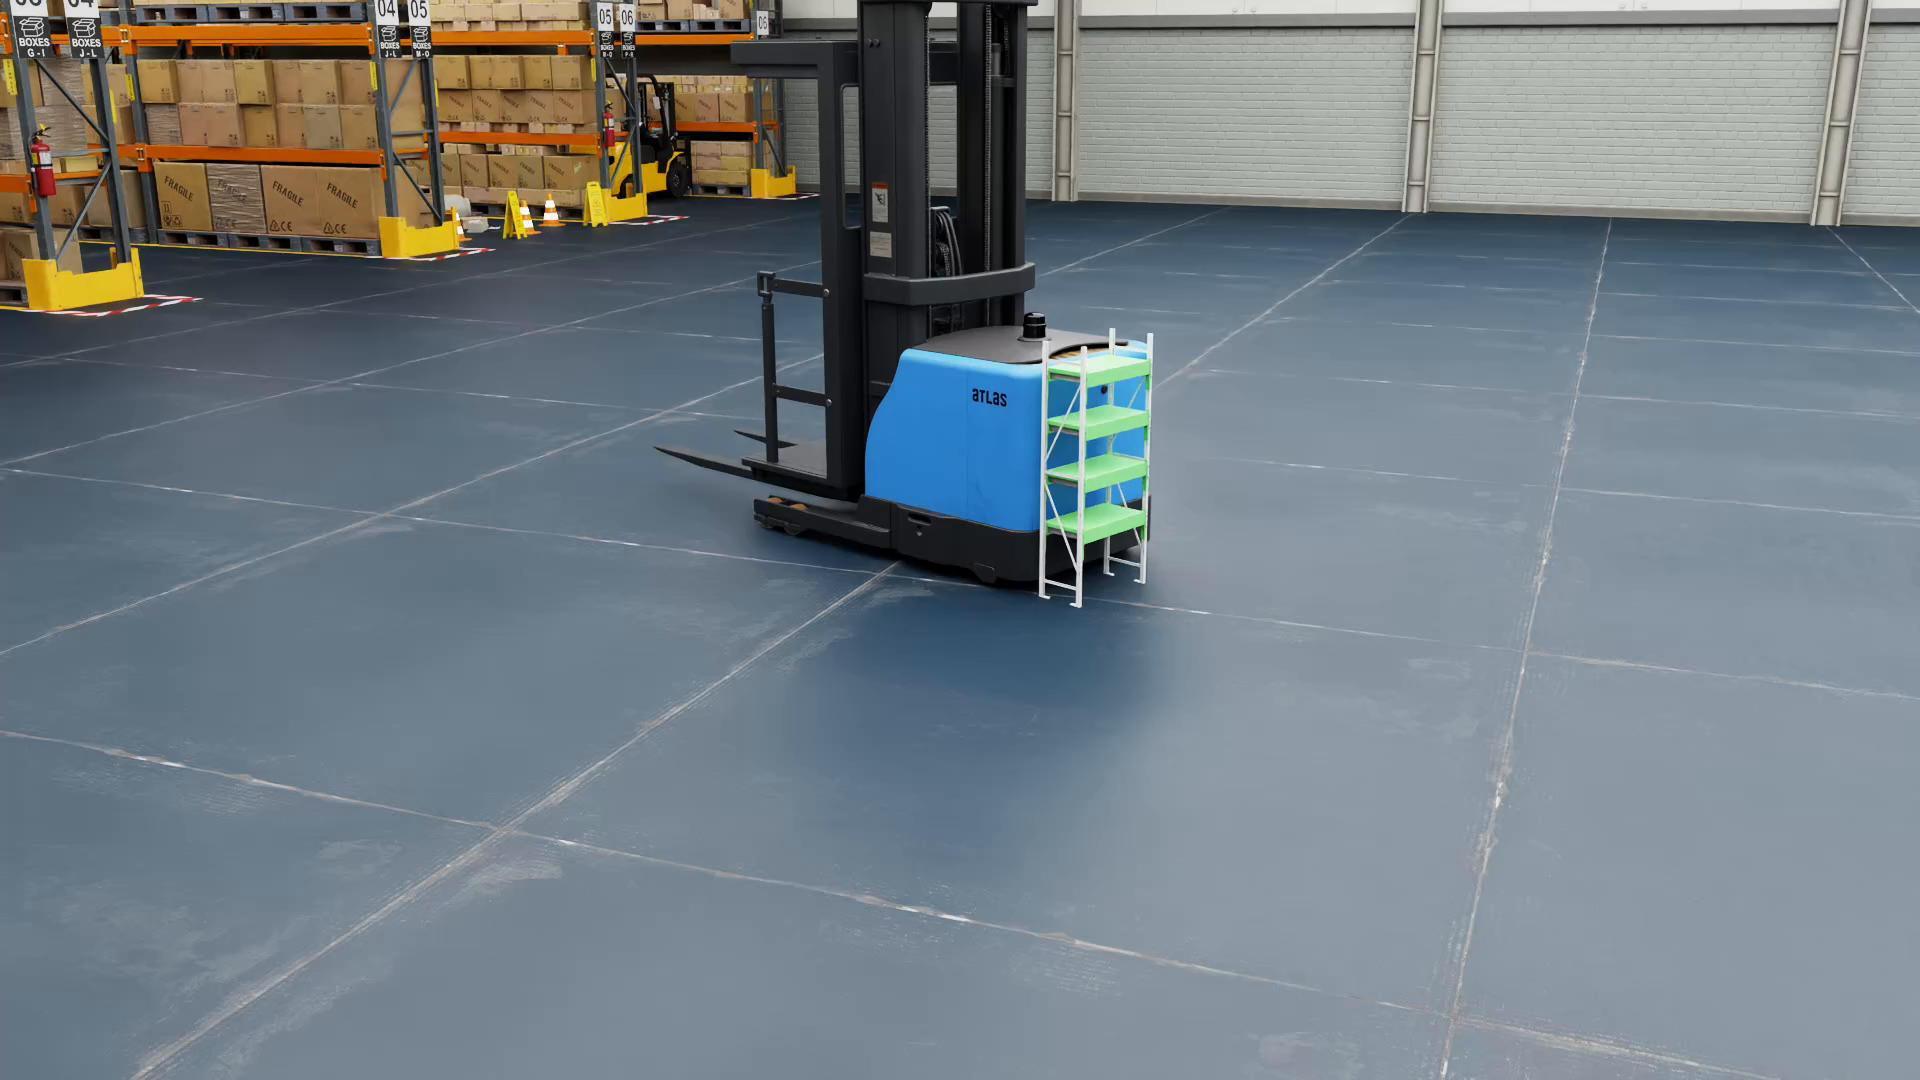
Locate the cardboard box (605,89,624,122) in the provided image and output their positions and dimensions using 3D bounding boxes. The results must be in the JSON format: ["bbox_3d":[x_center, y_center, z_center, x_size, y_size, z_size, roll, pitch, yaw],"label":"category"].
[{"bbox_3d":[-5.575,-6.749,25.828,0.500,0.500,0.500,6,17,20],"label":"cardboard box"}]

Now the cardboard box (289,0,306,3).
[{"bbox_3d":[-8.100,-6.737,20.639,0.250,0.149,0.380,6,17,21],"label":"cardboard box"}]

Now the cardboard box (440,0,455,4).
[{"bbox_3d":[-7.805,-8.338,25.656,0.250,0.149,0.380,6,17,19],"label":"cardboard box"}]

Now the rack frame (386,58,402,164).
[{"bbox_3d":[-10.860,-8.544,32.723,0.127,3.000,1.000,6,17,21],"label":"rack frame"}]

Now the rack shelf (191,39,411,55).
[{"bbox_3d":[-10.817,-8.147,27.265,4.000,0.370,1.077,6,17,21],"label":"rack shelf"}]

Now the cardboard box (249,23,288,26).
[{"bbox_3d":[-11.248,-8.598,27.343,0.637,0.503,0.797,6,17,21],"label":"cardboard box"}]

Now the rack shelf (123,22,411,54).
[{"bbox_3d":[-8.819,-6.443,21.398,4.000,0.370,1.077,6,17,21],"label":"rack shelf"}]

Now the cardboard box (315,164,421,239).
[{"bbox_3d":[-7.613,-4.377,21.429,0.875,0.875,0.875,6,17,21],"label":"cardboard box"}]

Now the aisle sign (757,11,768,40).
[{"bbox_3d":[-3.465,-8.891,29.256,0.004,0.787,0.394,6,17,21],"label":"aisle sign"}]

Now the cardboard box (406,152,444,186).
[{"bbox_3d":[-8.507,-5.958,26.649,0.500,0.500,0.500,7,18,23],"label":"cardboard box"}]

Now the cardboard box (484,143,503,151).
[{"bbox_3d":[-9.048,-7.404,32.304,0.625,0.625,0.875,6,17,18],"label":"cardboard box"}]

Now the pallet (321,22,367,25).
[{"bbox_3d":[-9.492,-8.288,26.799,1.003,0.211,1.213,6,17,21],"label":"pallet"}]

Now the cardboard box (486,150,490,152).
[{"bbox_3d":[-7.834,-6.046,26.952,0.500,0.500,0.500,7,17,22],"label":"cardboard box"}]

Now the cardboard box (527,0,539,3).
[{"bbox_3d":[-6.346,-8.196,25.164,0.250,0.149,0.380,6,17,21],"label":"cardboard box"}]

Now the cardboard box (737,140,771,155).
[{"bbox_3d":[-3.796,-7.185,30.428,0.500,0.250,0.500,6,17,20],"label":"cardboard box"}]

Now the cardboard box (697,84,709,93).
[{"bbox_3d":[-4.537,-8.137,29.979,0.250,0.149,0.380,6,17,20],"label":"cardboard box"}]

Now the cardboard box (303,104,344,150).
[{"bbox_3d":[-7.839,-5.292,21.255,0.550,0.550,0.875,6,17,21],"label":"cardboard box"}]

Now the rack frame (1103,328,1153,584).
[{"bbox_3d":[0.793,-0.390,7.866,0.240,1.200,0.015,14,22,41],"label":"rack frame"}]

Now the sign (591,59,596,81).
[{"bbox_3d":[-5.458,-7.004,24.774,0.005,0.325,0.100,6,17,21],"label":"sign"}]

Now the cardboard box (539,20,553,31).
[{"bbox_3d":[-6.149,-7.775,25.144,0.250,0.149,0.380,7,18,22],"label":"cardboard box"}]

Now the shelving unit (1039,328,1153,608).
[{"bbox_3d":[0.628,-0.340,7.694,0.258,1.200,0.503,14,22,41],"label":"shelving unit"}]

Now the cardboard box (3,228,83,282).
[{"bbox_3d":[-9.447,-2.937,17.140,0.500,0.500,0.500,10,19,31],"label":"cardboard box"}]

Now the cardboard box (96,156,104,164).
[{"bbox_3d":[-14.950,-6.713,29.476,0.875,0.875,0.875,7,18,22],"label":"cardboard box"}]

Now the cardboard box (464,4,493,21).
[{"bbox_3d":[-7.233,-8.086,25.502,0.500,0.250,0.500,6,17,21],"label":"cardboard box"}]

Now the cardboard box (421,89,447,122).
[{"bbox_3d":[-8.174,-6.875,26.263,0.500,0.500,0.500,6,17,20],"label":"cardboard box"}]

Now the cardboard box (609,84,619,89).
[{"bbox_3d":[-6.243,-8.303,30.552,0.250,0.149,0.380,7,17,22],"label":"cardboard box"}]

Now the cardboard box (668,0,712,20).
[{"bbox_3d":[-4.835,-9.576,29.788,0.500,0.500,0.700,6,17,21],"label":"cardboard box"}]

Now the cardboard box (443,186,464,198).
[{"bbox_3d":[-8.006,-5.546,26.576,0.500,0.250,0.500,7,18,24],"label":"cardboard box"}]

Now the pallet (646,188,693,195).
[{"bbox_3d":[-5.276,-6.579,30.957,1.213,0.211,1.003,6,17,21],"label":"pallet"}]

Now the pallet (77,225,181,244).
[{"bbox_3d":[-11.424,-4.273,23.014,1.213,0.211,1.003,6,17,21],"label":"pallet"}]

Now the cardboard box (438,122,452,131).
[{"bbox_3d":[-8.052,-6.545,26.288,0.250,0.149,0.380,7,18,22],"label":"cardboard box"}]

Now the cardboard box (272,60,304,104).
[{"bbox_3d":[-8.306,-5.907,21.435,0.550,0.550,0.875,6,17,21],"label":"cardboard box"}]

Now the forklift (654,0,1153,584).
[{"bbox_3d":[-0.462,-1.526,8.674,3.031,2.935,1.130,14,22,41],"label":"forklift"}]

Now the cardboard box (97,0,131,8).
[{"bbox_3d":[-11.395,-7.202,22.057,0.500,0.250,0.500,6,17,21],"label":"cardboard box"}]

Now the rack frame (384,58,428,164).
[{"bbox_3d":[-8.957,-6.847,26.878,0.127,3.000,1.000,6,17,21],"label":"rack frame"}]

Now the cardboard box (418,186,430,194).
[{"bbox_3d":[-8.459,-5.185,25.633,0.500,0.500,0.500,-9,18,-27],"label":"cardboard box"}]

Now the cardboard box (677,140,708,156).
[{"bbox_3d":[-4.911,-7.153,30.317,0.500,0.250,0.500,7,17,21],"label":"cardboard box"}]

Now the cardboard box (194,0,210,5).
[{"bbox_3d":[-9.518,-6.893,21.176,0.250,0.149,0.380,6,17,20],"label":"cardboard box"}]

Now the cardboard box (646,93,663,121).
[{"bbox_3d":[-5.400,-7.912,30.368,0.500,0.500,0.500,6,17,21],"label":"cardboard box"}]

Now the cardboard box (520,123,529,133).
[{"bbox_3d":[-6.606,-6.410,25.824,0.250,0.149,0.380,7,17,21],"label":"cardboard box"}]

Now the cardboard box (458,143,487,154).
[{"bbox_3d":[-7.682,-6.162,26.190,0.250,0.149,0.380,7,18,24],"label":"cardboard box"}]

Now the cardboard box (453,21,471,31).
[{"bbox_3d":[-7.590,-7.917,25.633,0.250,0.149,0.380,6,17,20],"label":"cardboard box"}]

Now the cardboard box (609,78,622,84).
[{"bbox_3d":[-6.232,-8.447,30.515,0.250,0.149,0.380,7,17,22],"label":"cardboard box"}]

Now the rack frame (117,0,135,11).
[{"bbox_3d":[-10.679,-8.434,21.584,0.127,3.000,1.000,6,17,21],"label":"rack frame"}]

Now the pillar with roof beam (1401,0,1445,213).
[{"bbox_3d":[5.848,-8.567,22.044,0.400,9.000,9.100,6,17,21],"label":"pillar with roof beam"}]

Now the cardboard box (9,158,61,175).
[{"bbox_3d":[-9.213,-3.722,16.566,0.250,0.149,0.380,6,17,21],"label":"cardboard box"}]

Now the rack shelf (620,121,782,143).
[{"bbox_3d":[-5.278,-7.585,30.710,4.000,0.370,1.077,6,17,21],"label":"rack shelf"}]

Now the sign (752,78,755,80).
[{"bbox_3d":[-3.630,-8.256,29.230,0.005,0.325,0.100,6,17,21],"label":"sign"}]

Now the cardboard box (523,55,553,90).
[{"bbox_3d":[-6.259,-7.158,25.444,0.500,0.500,0.700,6,17,21],"label":"cardboard box"}]

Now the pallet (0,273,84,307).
[{"bbox_3d":[-9.685,-2.628,17.349,1.213,0.211,1.003,6,17,21],"label":"pallet"}]

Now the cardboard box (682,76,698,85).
[{"bbox_3d":[-4.810,-8.289,29.971,0.250,0.149,0.380,7,18,22],"label":"cardboard box"}]

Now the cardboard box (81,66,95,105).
[{"bbox_3d":[-11.622,-6.182,22.616,0.500,0.500,0.700,6,17,20],"label":"cardboard box"}]

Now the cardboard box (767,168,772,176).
[{"bbox_3d":[-3.803,-6.708,30.577,0.500,0.250,0.500,6,17,21],"label":"cardboard box"}]

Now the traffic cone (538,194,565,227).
[{"bbox_3d":[-6.109,-4.929,24.821,0.334,0.463,0.336,6,17,21],"label":"traffic cone"}]
